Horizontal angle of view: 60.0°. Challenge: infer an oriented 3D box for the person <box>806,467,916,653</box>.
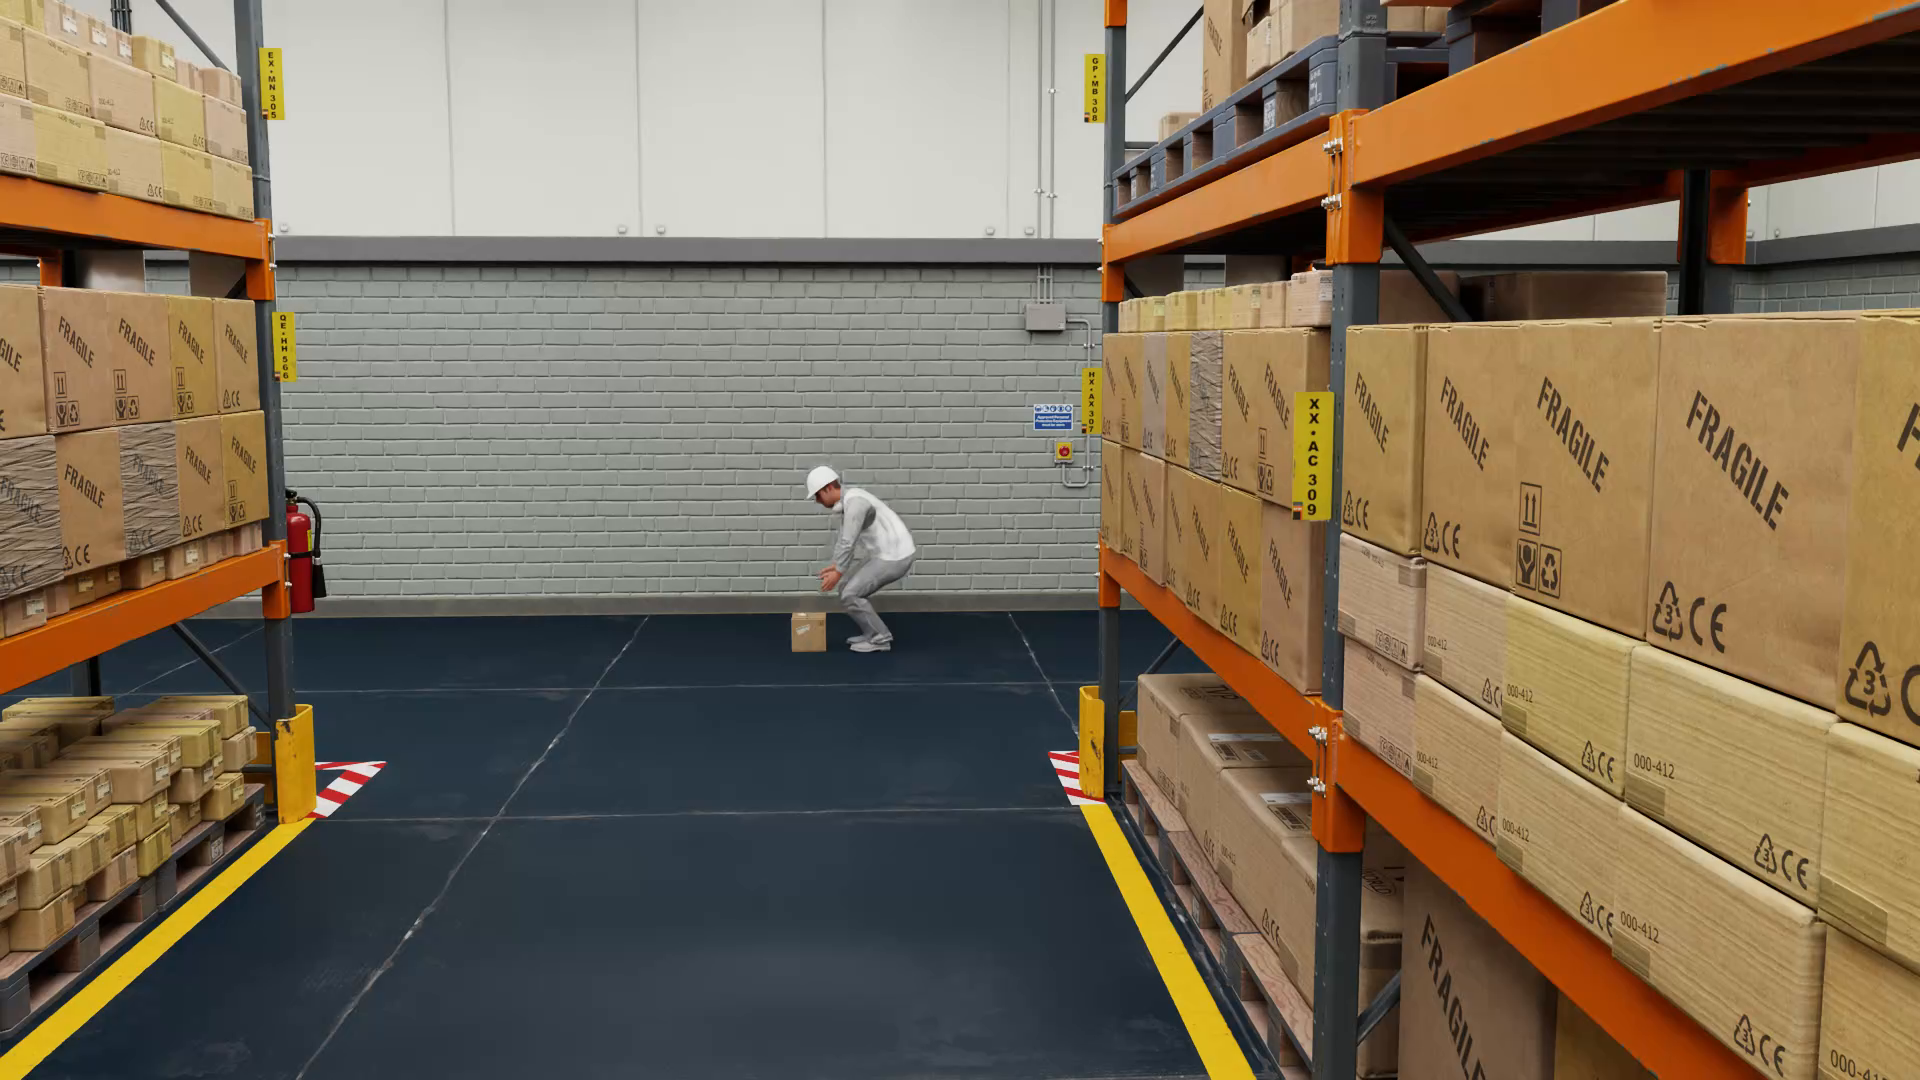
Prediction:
[{"bbox_3d":[-0.727,0.137,12.250,0.799,1.360,0.589,0,7,-4],"label":"person"}]
